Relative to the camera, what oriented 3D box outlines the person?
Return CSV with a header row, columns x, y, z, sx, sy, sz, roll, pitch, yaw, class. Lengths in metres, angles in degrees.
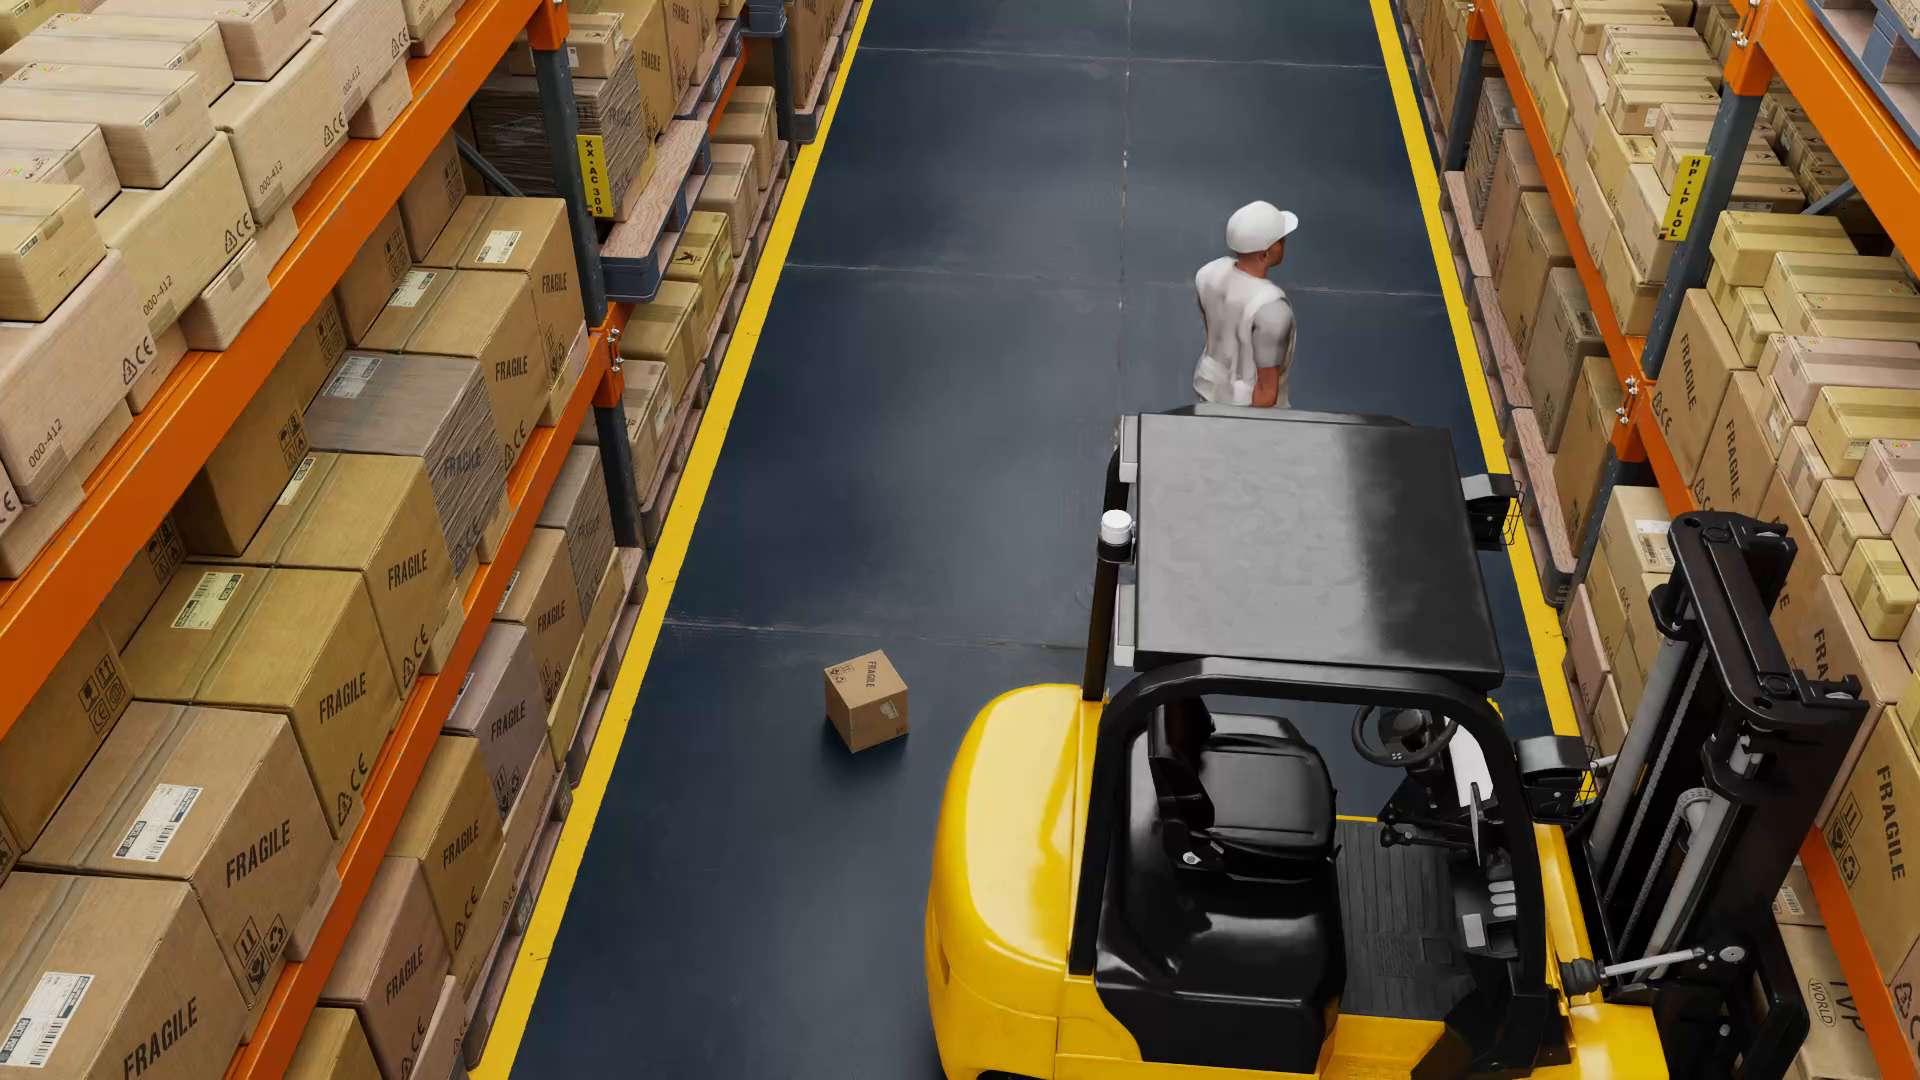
x,y,z,sx,sy,sz,roll,pitch,yaw,class
1.177,-0.572,6.827,0.469,1.842,0.542,-24,45,-26,person
